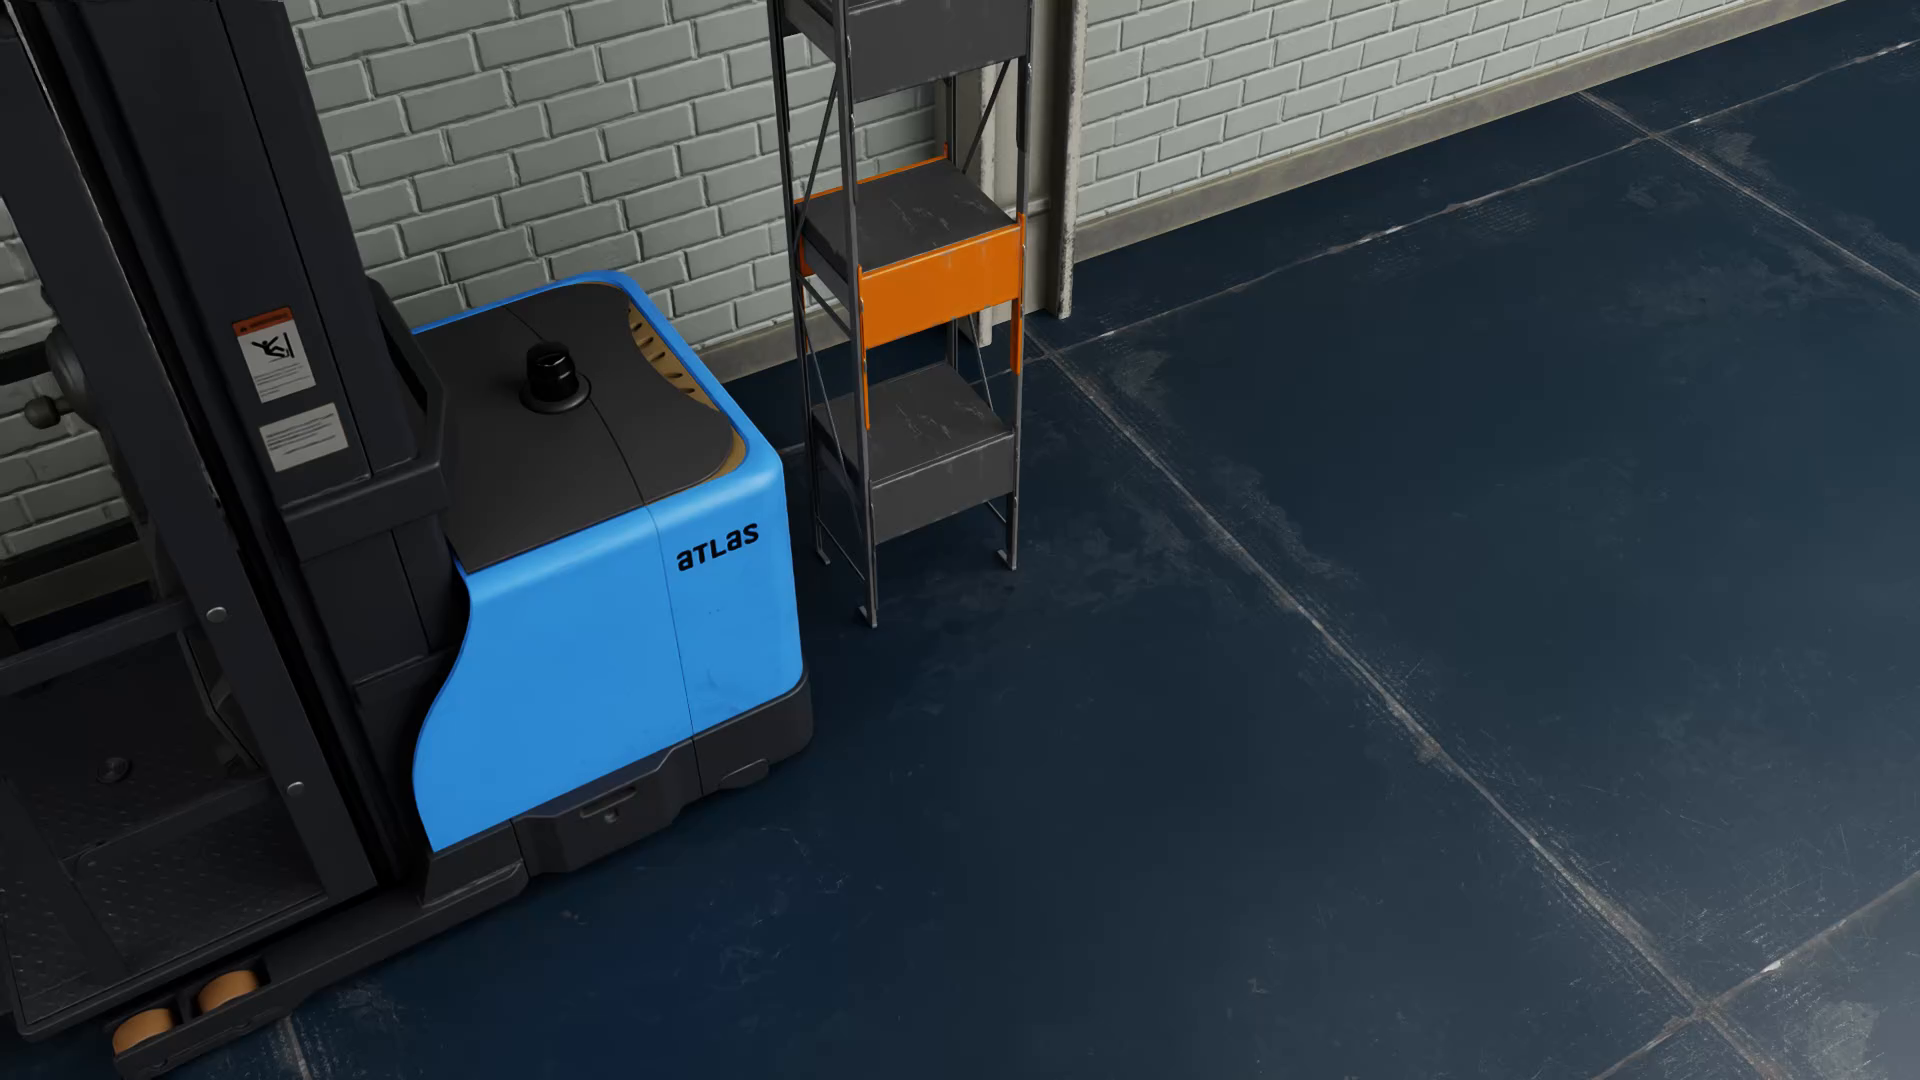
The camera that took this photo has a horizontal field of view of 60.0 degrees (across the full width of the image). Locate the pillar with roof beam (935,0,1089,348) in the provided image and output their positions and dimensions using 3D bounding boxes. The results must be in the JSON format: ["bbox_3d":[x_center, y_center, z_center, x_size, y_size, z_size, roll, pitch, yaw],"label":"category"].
[{"bbox_3d":[2.306,-1.479,0.312,0.400,9.000,9.100,-22,48,-21],"label":"pillar with roof beam"}]

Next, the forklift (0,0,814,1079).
[{"bbox_3d":[-1.928,-0.206,3.358,3.031,2.935,1.130,-23,49,-22],"label":"forklift"}]

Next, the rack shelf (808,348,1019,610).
[{"bbox_3d":[-0.144,-0.184,4.957,0.480,0.518,0.431,-22,48,-21],"label":"rack shelf"}]

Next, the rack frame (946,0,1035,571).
[{"bbox_3d":[0.068,-0.781,4.547,0.015,2.100,0.400,-22,48,-21],"label":"rack frame"}]

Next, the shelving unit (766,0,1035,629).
[{"bbox_3d":[-0.144,-0.696,4.460,0.503,2.100,0.431,-22,48,-21],"label":"shelving unit"}]

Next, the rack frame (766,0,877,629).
[{"bbox_3d":[-0.355,-0.611,4.372,0.015,2.100,0.400,-22,48,-21],"label":"rack frame"}]

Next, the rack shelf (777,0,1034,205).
[{"bbox_3d":[-0.143,-1.189,3.981,0.480,0.518,0.431,-22,48,-21],"label":"rack shelf"}]

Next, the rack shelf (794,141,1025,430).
[{"bbox_3d":[-0.144,-0.686,4.469,0.480,0.518,0.431,-22,48,-21],"label":"rack shelf"}]
